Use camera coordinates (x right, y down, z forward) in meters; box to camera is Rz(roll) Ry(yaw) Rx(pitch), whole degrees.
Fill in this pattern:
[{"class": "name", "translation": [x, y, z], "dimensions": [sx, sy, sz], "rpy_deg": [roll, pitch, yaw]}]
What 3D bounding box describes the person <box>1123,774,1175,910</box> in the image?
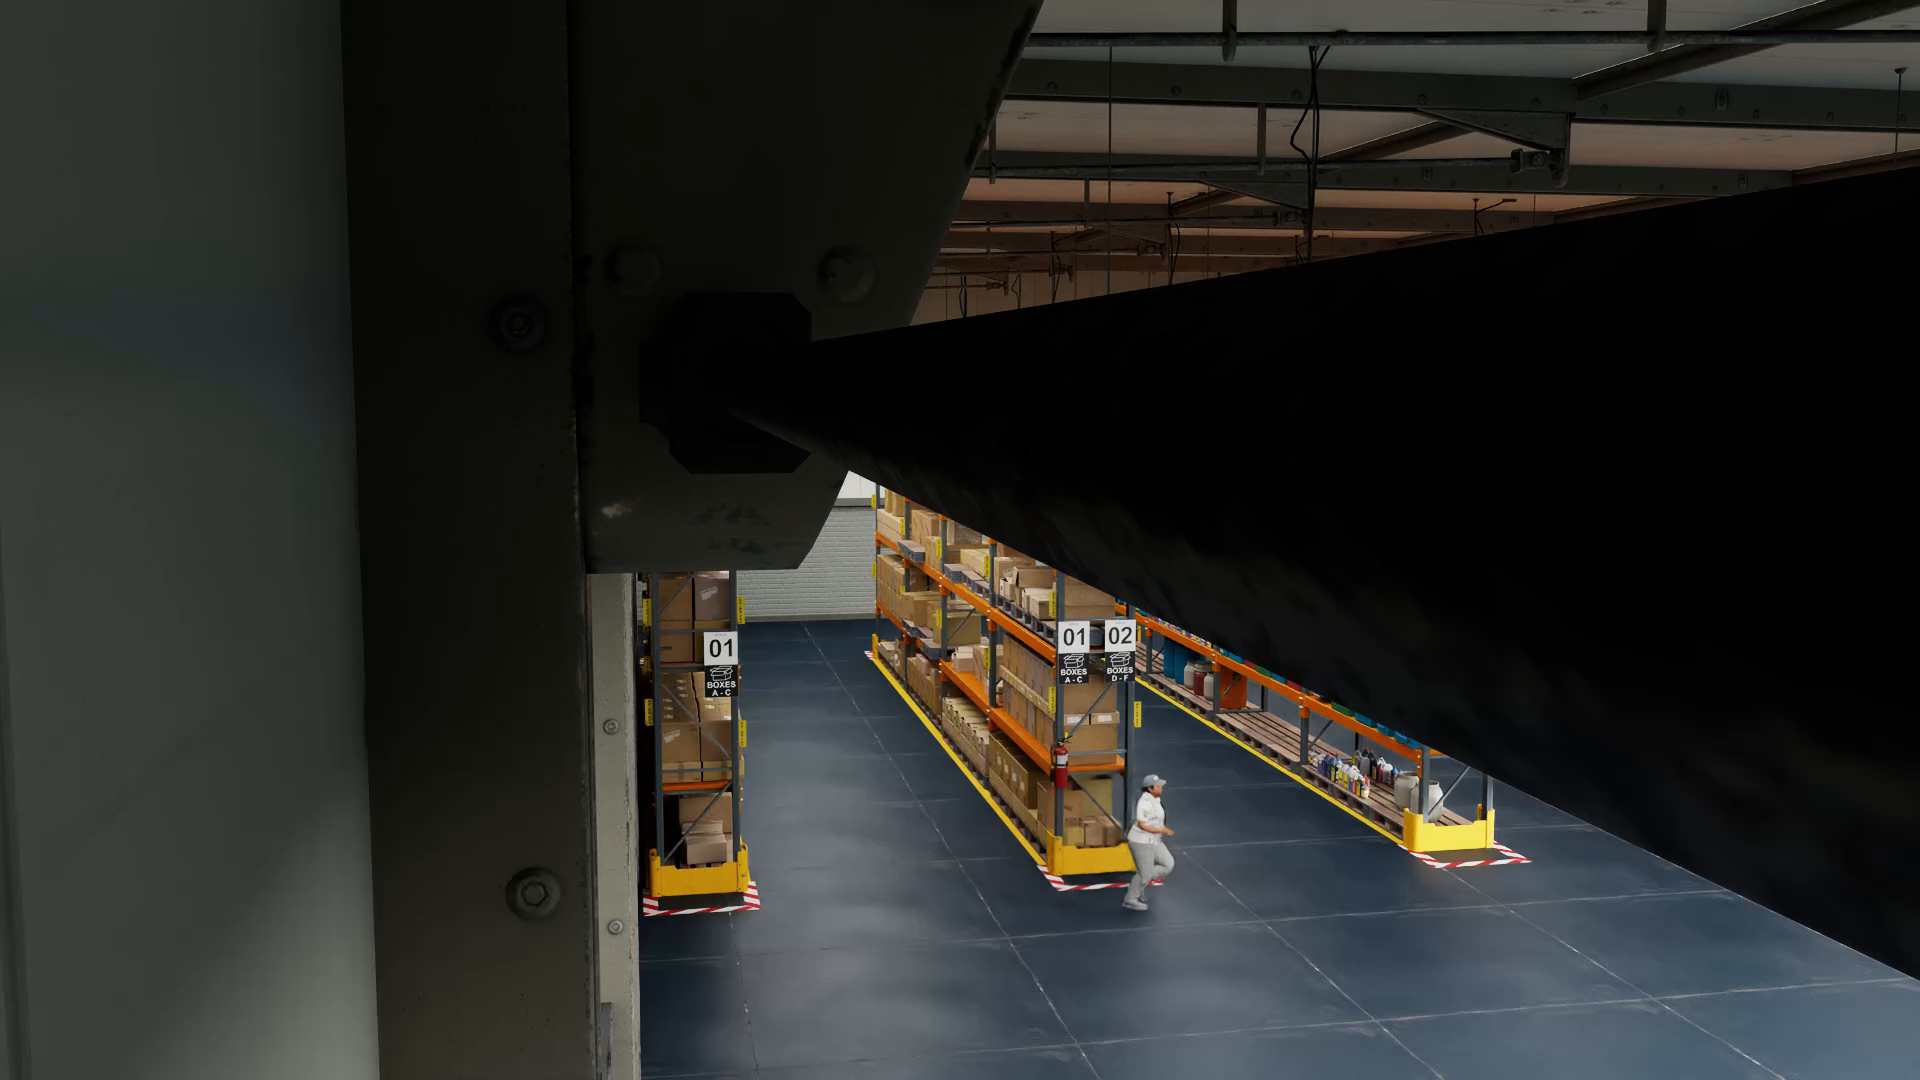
[{"class": "person", "translation": [2.238, 3.540, 19.510], "dimensions": [0.628, 1.616, 0.629], "rpy_deg": [2, 6, 23]}]
